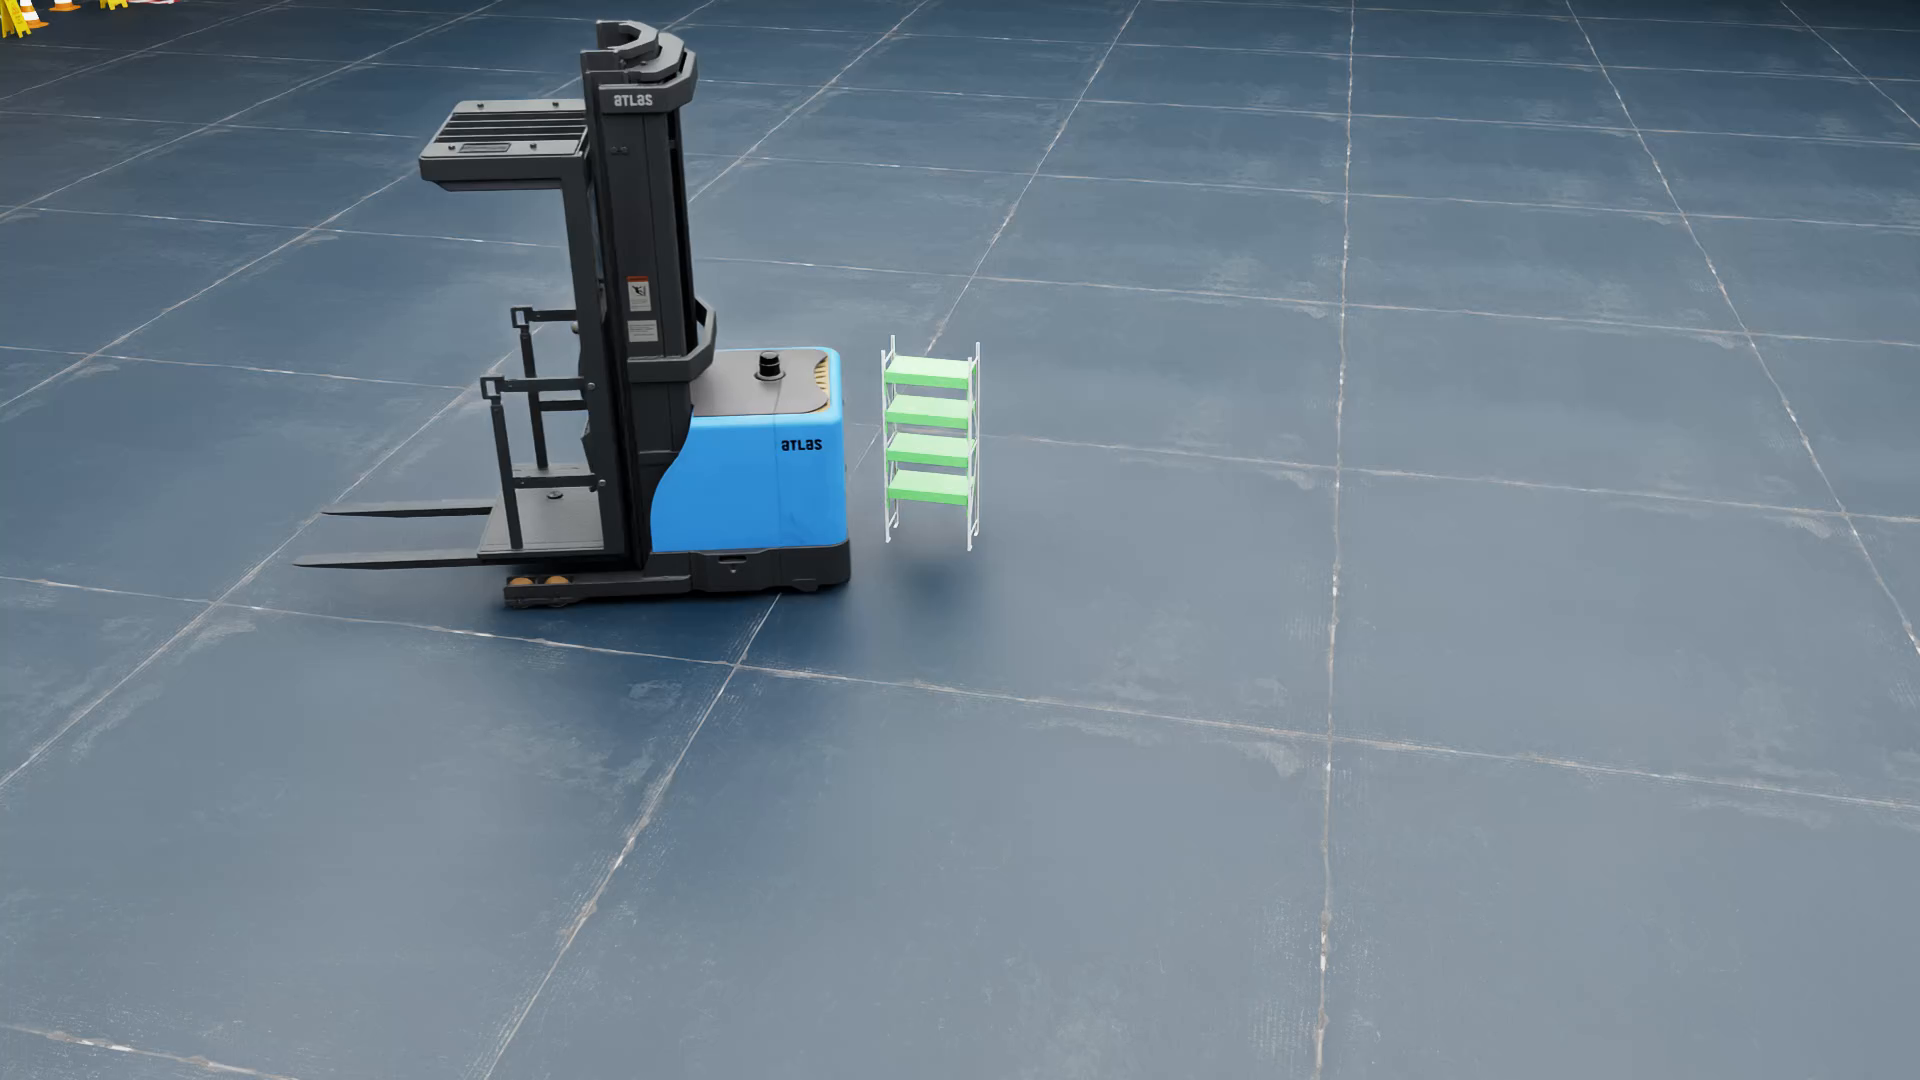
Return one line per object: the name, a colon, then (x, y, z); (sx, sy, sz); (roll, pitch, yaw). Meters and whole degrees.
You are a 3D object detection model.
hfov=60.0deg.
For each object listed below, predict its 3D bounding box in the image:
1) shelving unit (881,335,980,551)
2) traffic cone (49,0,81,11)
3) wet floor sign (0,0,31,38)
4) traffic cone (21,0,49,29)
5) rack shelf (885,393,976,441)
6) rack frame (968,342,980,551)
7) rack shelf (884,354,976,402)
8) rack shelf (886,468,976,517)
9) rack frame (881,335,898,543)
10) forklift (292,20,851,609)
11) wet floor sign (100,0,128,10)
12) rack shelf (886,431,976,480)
shelving unit: (-0.162, -0.543, 9.492); (0.503, 1.200, 0.258); (6, 29, 11)
traffic cone: (-12.599, -7.684, 23.303); (0.334, 0.463, 0.336); (6, 29, 11)
wet floor sign: (-12.402, -6.919, 21.716); (0.232, 0.644, 0.267); (1, 29, 2)
traffic cone: (-12.498, -7.128, 22.289); (0.334, 0.463, 0.336); (6, 29, 11)
rack shelf: (-0.162, -0.697, 9.408); (0.480, 0.148, 0.258); (6, 29, 11)
rack frame: (0.077, -0.518, 9.448); (0.015, 1.200, 0.240); (6, 29, 11)
rack shelf: (-0.162, -0.908, 9.292); (0.480, 0.148, 0.258); (6, 29, 11)
rack shelf: (-0.162, -0.276, 9.638); (0.480, 0.148, 0.258); (6, 29, 11)
rack frame: (-0.401, -0.567, 9.537); (0.015, 1.200, 0.240); (6, 29, 11)
forklift: (-2.152, -1.176, 8.846); (3.031, 2.935, 1.130); (-2, 29, -4)
wet floor sign: (-11.946, -7.805, 23.335); (0.232, 0.644, 0.267); (17, 33, 28)
rack shelf: (-0.162, -0.487, 9.523); (0.480, 0.148, 0.258); (6, 29, 11)
